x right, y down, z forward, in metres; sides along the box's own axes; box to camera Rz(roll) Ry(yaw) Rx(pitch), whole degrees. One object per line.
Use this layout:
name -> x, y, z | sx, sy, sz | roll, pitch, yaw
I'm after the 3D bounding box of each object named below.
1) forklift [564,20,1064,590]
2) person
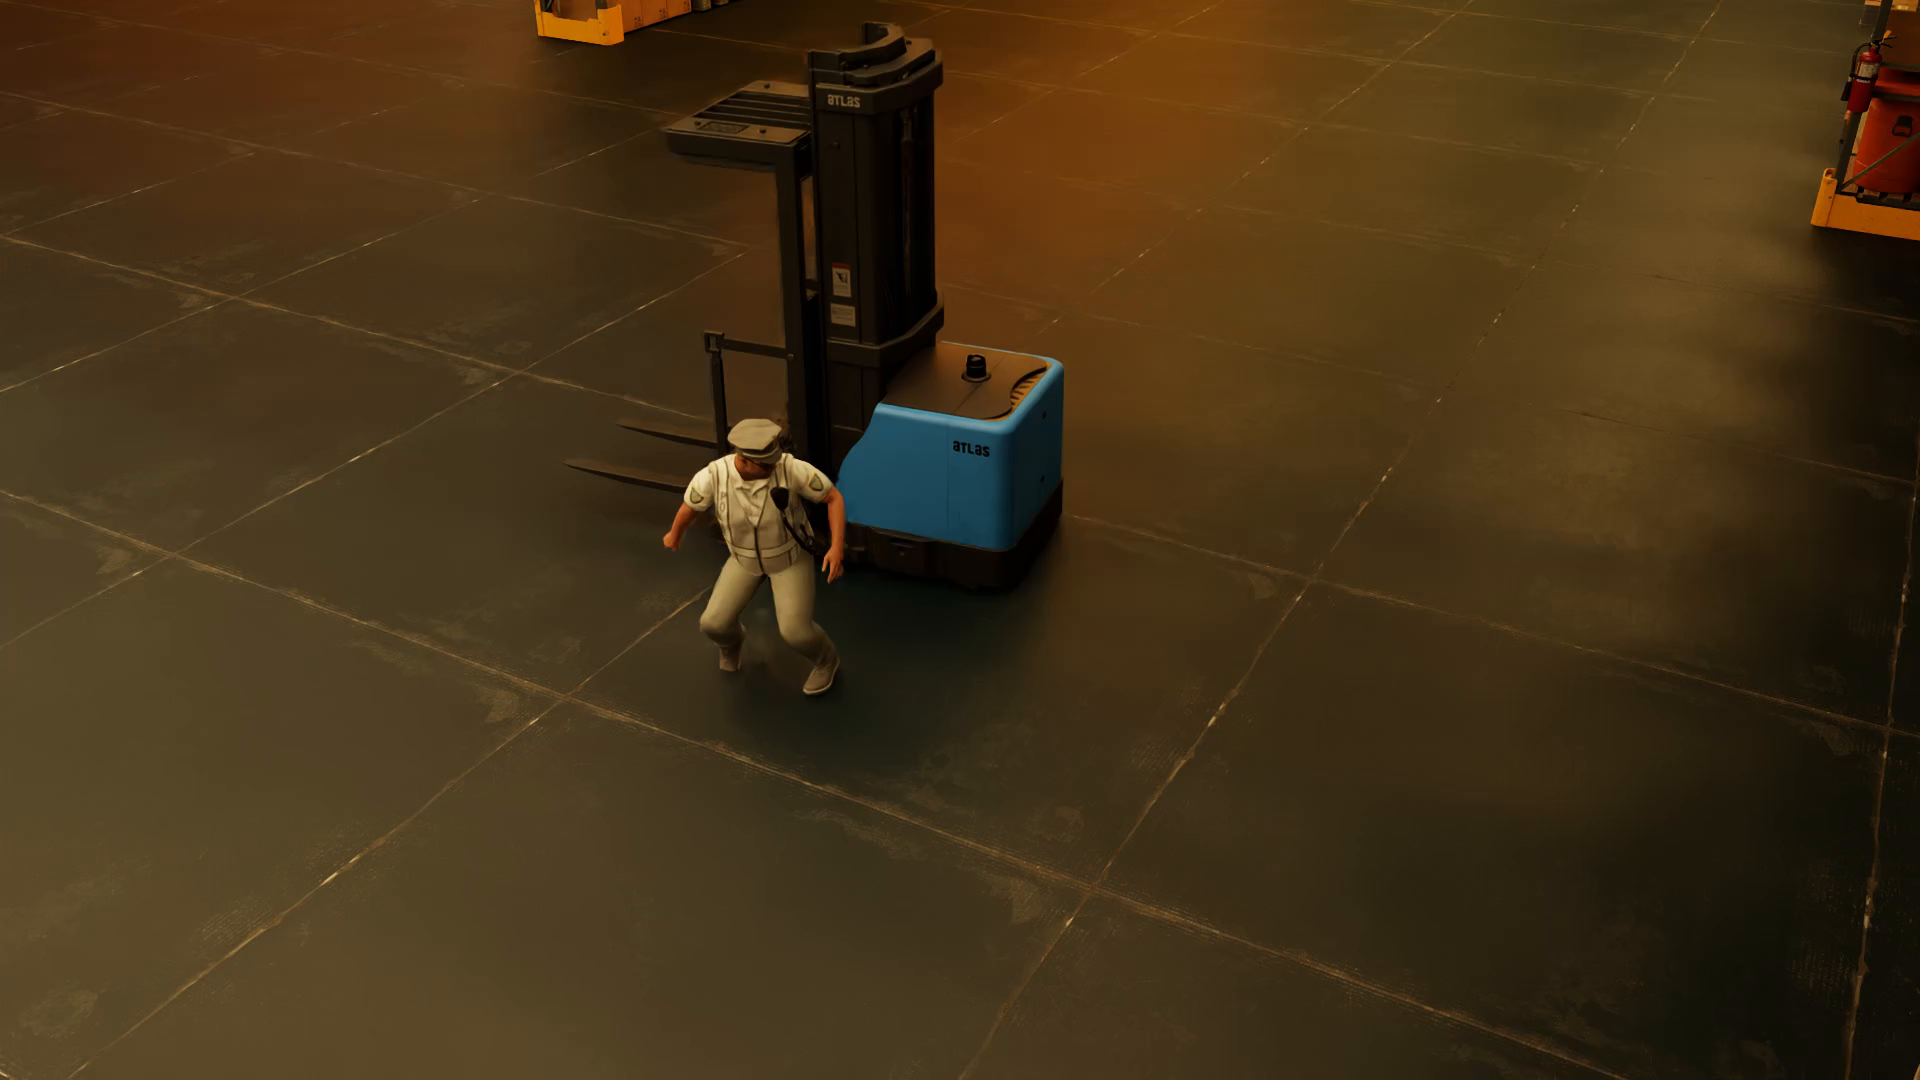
forklift -> -0.949, -1.439, 9.564 | 3.031, 2.935, 1.130 | 11, 32, 18
person -> -1.039, 0.103, 8.340 | 1.003, 1.648, 0.550 | 4, 30, 7
